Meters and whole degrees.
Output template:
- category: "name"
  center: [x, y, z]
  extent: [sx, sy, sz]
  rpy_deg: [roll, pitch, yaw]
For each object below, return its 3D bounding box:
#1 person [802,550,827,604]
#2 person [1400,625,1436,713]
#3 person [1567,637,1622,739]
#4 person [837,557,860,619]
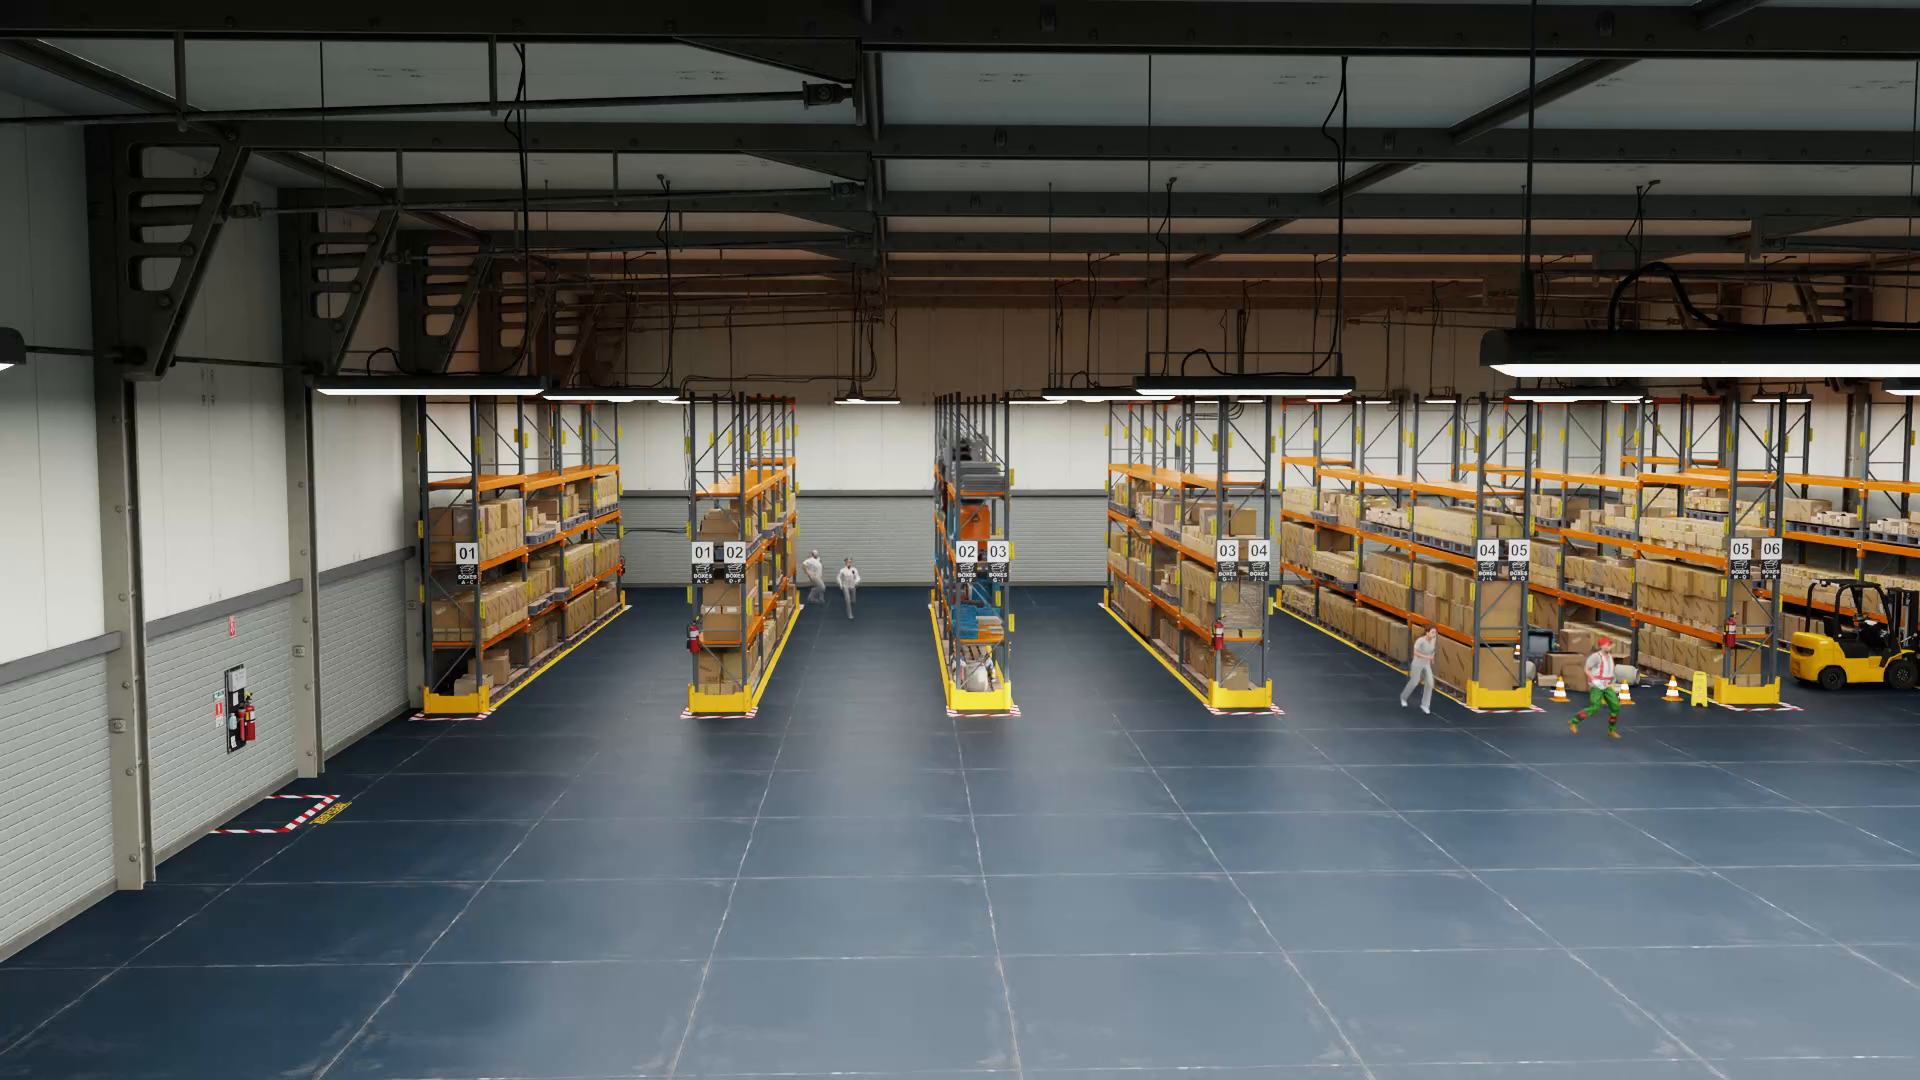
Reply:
- category: "person"
  center: [-4.200, 1.089, 48.192]
  extent: [0.722, 1.650, 0.752]
  rpy_deg: [2, 5, 26]
- category: "person"
  center: [8.723, 2.424, 31.426]
  extent: [0.624, 1.693, 0.848]
  rpy_deg: [-2, 5, -24]
- category: "person"
  center: [11.059, 2.559, 28.803]
  extent: [0.885, 1.778, 0.732]
  rpy_deg: [-3, 6, -35]
- category: "person"
  center: [-3.010, 1.289, 44.997]
  extent: [0.613, 1.659, 0.673]
  rpy_deg: [-1, 5, -13]
